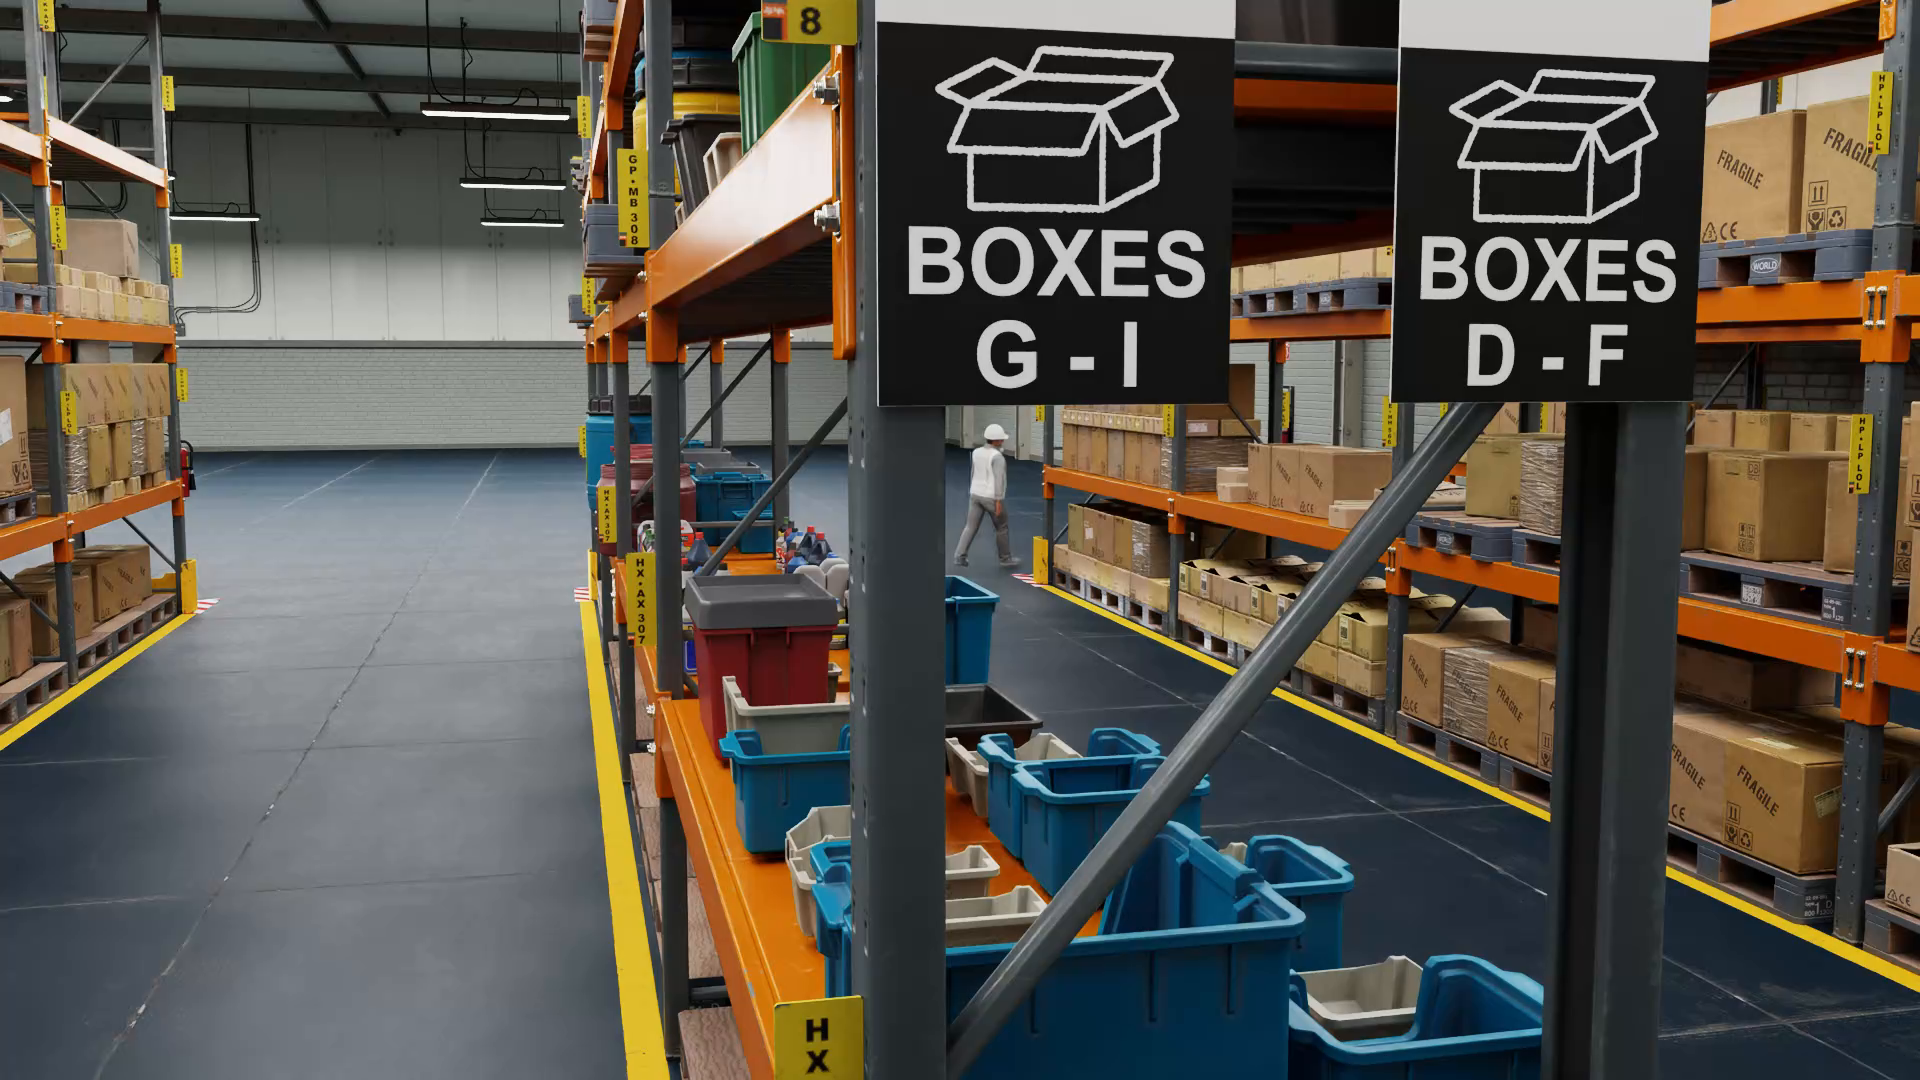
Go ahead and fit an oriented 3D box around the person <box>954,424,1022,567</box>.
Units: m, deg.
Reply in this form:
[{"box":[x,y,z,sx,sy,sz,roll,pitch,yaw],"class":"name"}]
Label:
[{"box":[0.372,-0.518,19.744,0.480,1.716,0.999,5,8,39],"class":"person"}]
